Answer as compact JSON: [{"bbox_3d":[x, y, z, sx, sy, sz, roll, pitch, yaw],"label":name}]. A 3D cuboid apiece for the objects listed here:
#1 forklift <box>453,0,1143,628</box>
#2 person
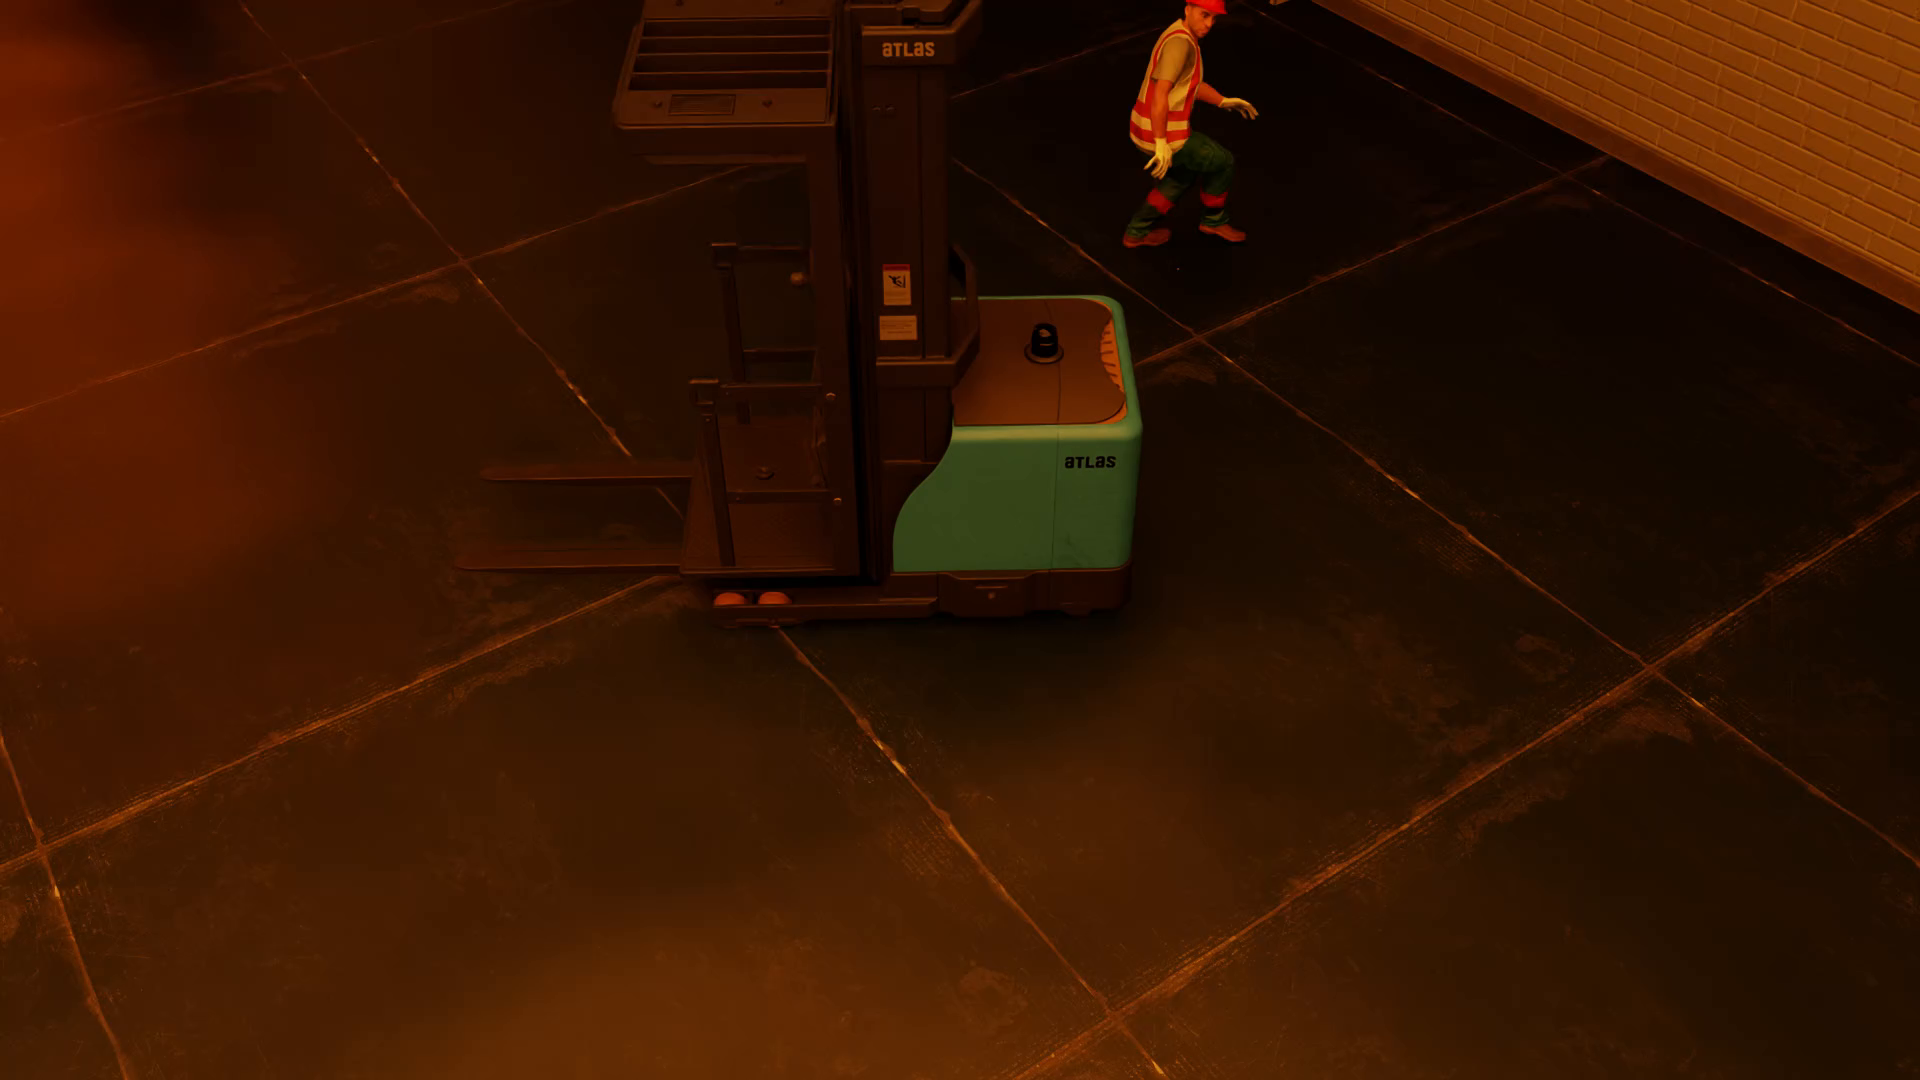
[{"bbox_3d":[-0.757,-1.048,6.852,3.031,2.935,1.130,-1,43,-1],"label":"forklift"},{"bbox_3d":[1.305,-2.252,9.169,0.811,1.587,0.779,-8,43,-9],"label":"person"}]
